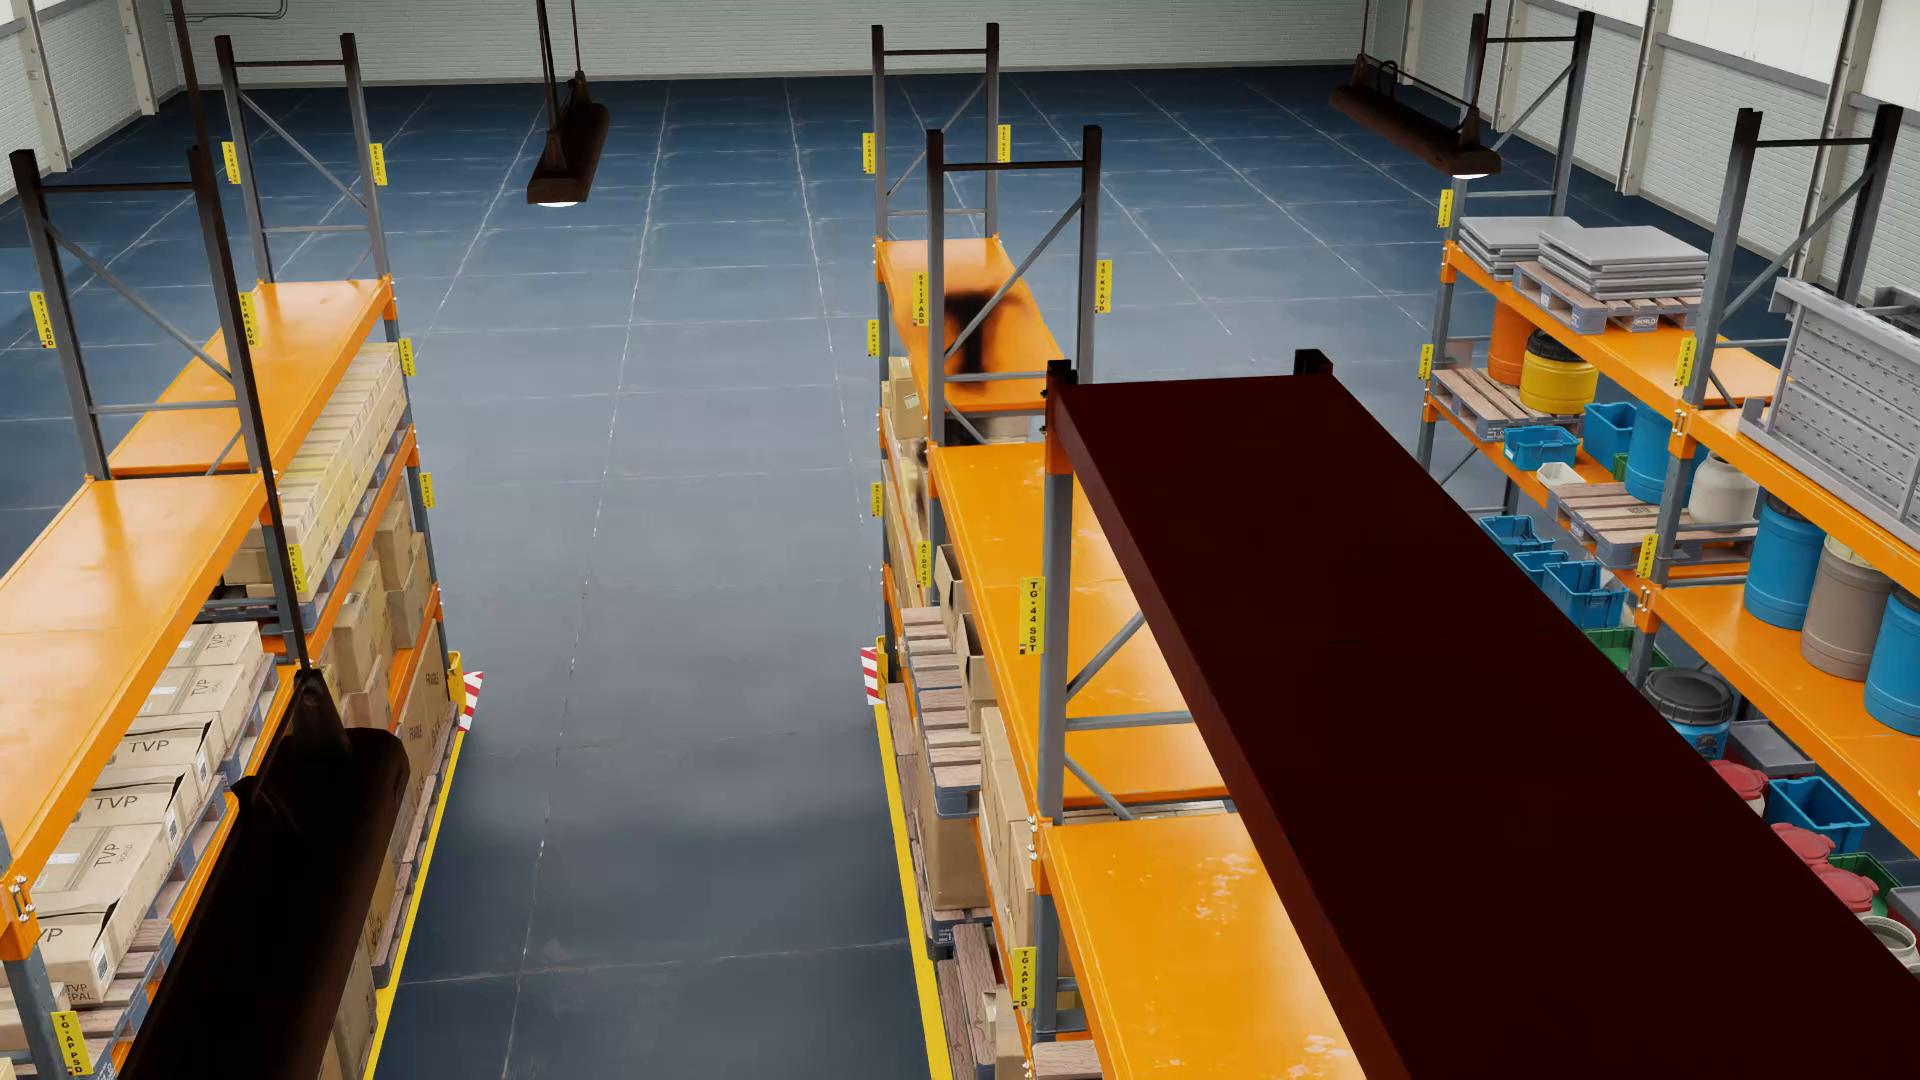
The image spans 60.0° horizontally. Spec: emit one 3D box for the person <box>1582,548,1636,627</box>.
[{"bbox_3d":[6.193,0.263,15.865,0.668,1.750,1.110,-16,30,-29],"label":"person"}]
